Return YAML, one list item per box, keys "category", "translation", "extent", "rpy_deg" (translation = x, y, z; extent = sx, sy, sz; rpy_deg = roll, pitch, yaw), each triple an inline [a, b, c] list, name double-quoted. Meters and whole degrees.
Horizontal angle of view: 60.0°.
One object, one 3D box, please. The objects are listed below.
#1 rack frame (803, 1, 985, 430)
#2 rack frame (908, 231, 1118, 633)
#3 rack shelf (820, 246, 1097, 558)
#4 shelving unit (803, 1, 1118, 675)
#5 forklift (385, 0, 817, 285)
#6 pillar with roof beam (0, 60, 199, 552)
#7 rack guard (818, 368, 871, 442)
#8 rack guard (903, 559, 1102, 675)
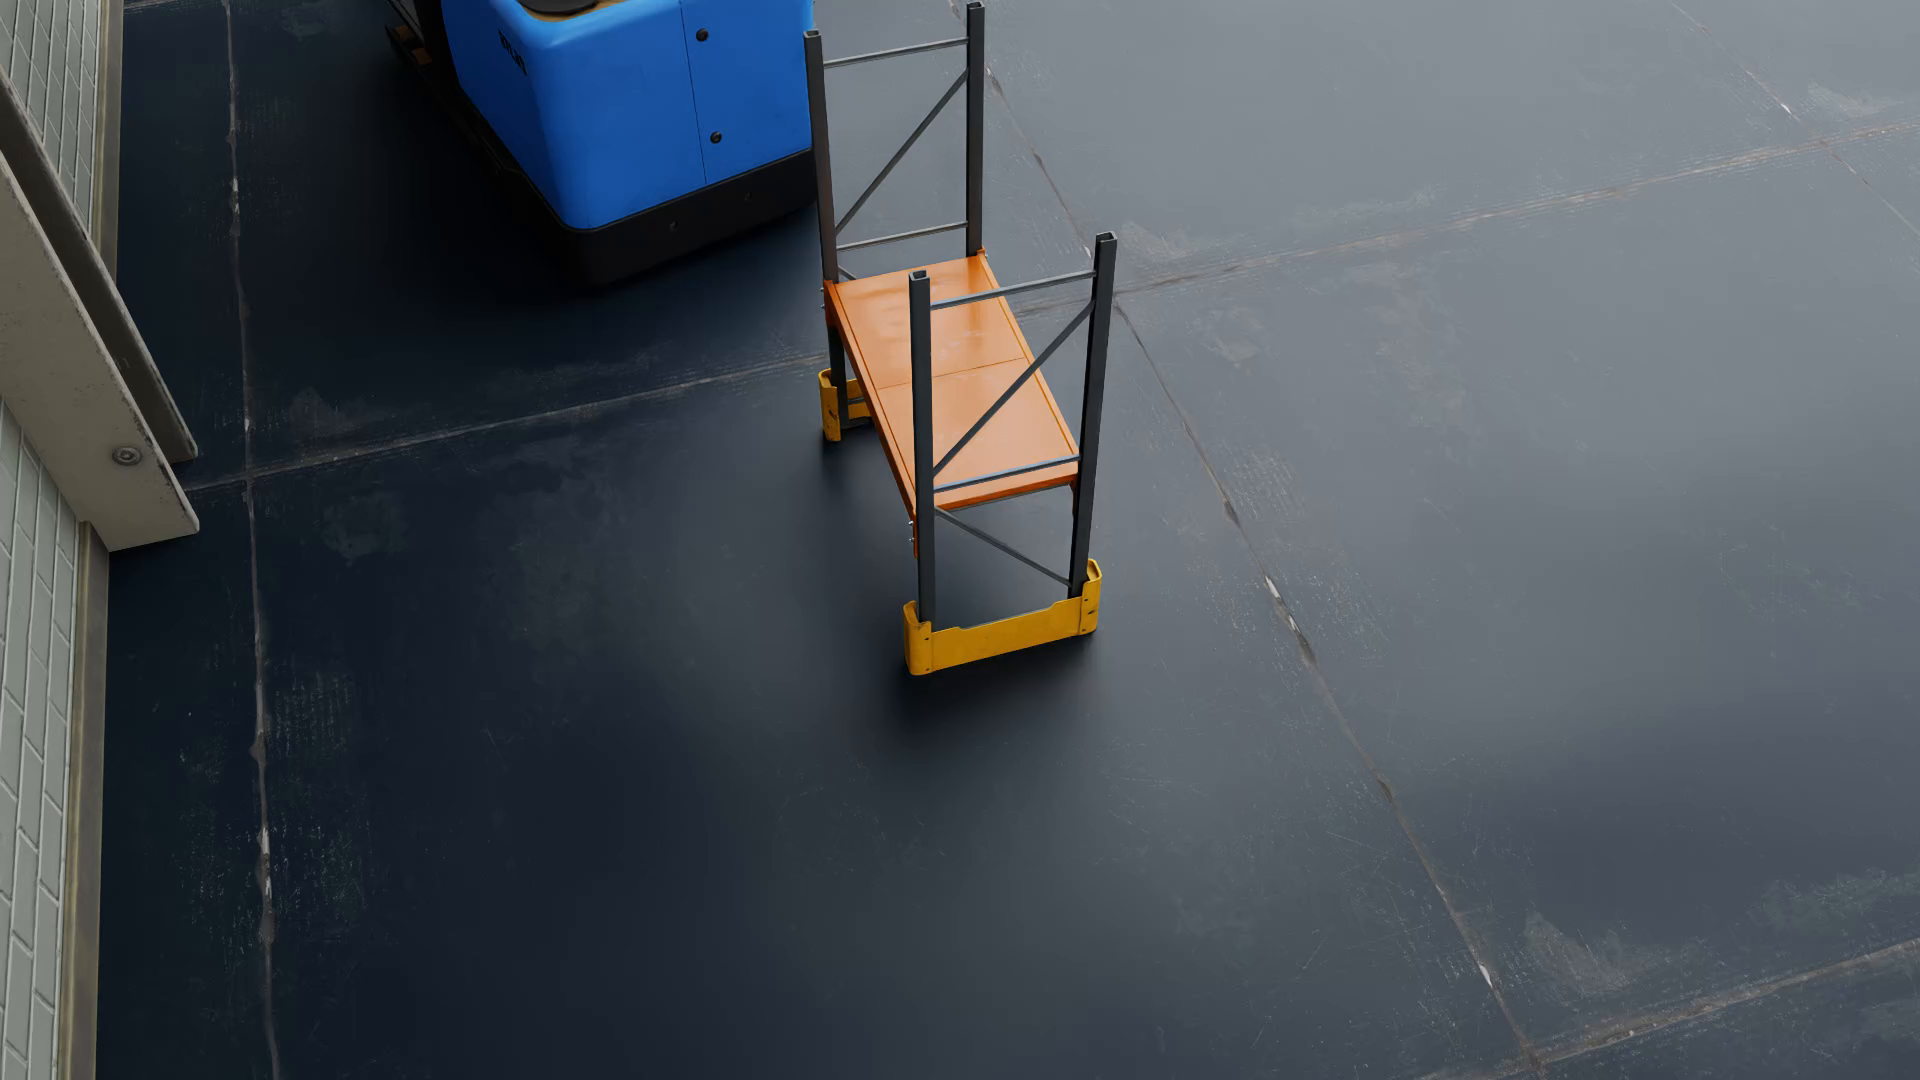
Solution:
- category: "rack frame"
  translation: [-0.176, -0.917, 5.042]
  extent: [0.500, 1.500, 0.032]
  rpy_deg: [-13, 51, -11]
- category: "rack frame"
  translation: [0.125, -0.174, 4.416]
  extent: [0.500, 1.500, 0.032]
  rpy_deg: [-13, 51, -11]
- category: "rack shelf"
  translation: [-0.025, -0.430, 4.867]
  extent: [0.538, 0.185, 1.000]
  rpy_deg: [-13, 51, -11]
- category: "shelving unit"
  translation: [-0.023, -0.539, 4.724]
  extent: [0.587, 1.500, 1.083]
  rpy_deg: [-13, 51, -11]
- category: "forklift"
  translation: [-1.706, -2.967, 5.834]
  extent: [1.130, 2.935, 3.031]
  rpy_deg: [-26, 55, -20]
- category: "pillar with roof beam"
  translation: [1.494, -4.008, 2.743]
  extent: [9.100, 9.000, 0.400]
  rpy_deg: [-13, 51, -11]
- category: "rack guard"
  translation: [-0.170, -0.500, 5.508]
  extent: [0.587, 0.250, 0.087]
  rpy_deg: [-13, 51, -11]
- category: "rack guard"
  translation: [0.125, 0.227, 4.895]
  extent: [0.587, 0.250, 0.087]
  rpy_deg: [-13, 51, -11]
